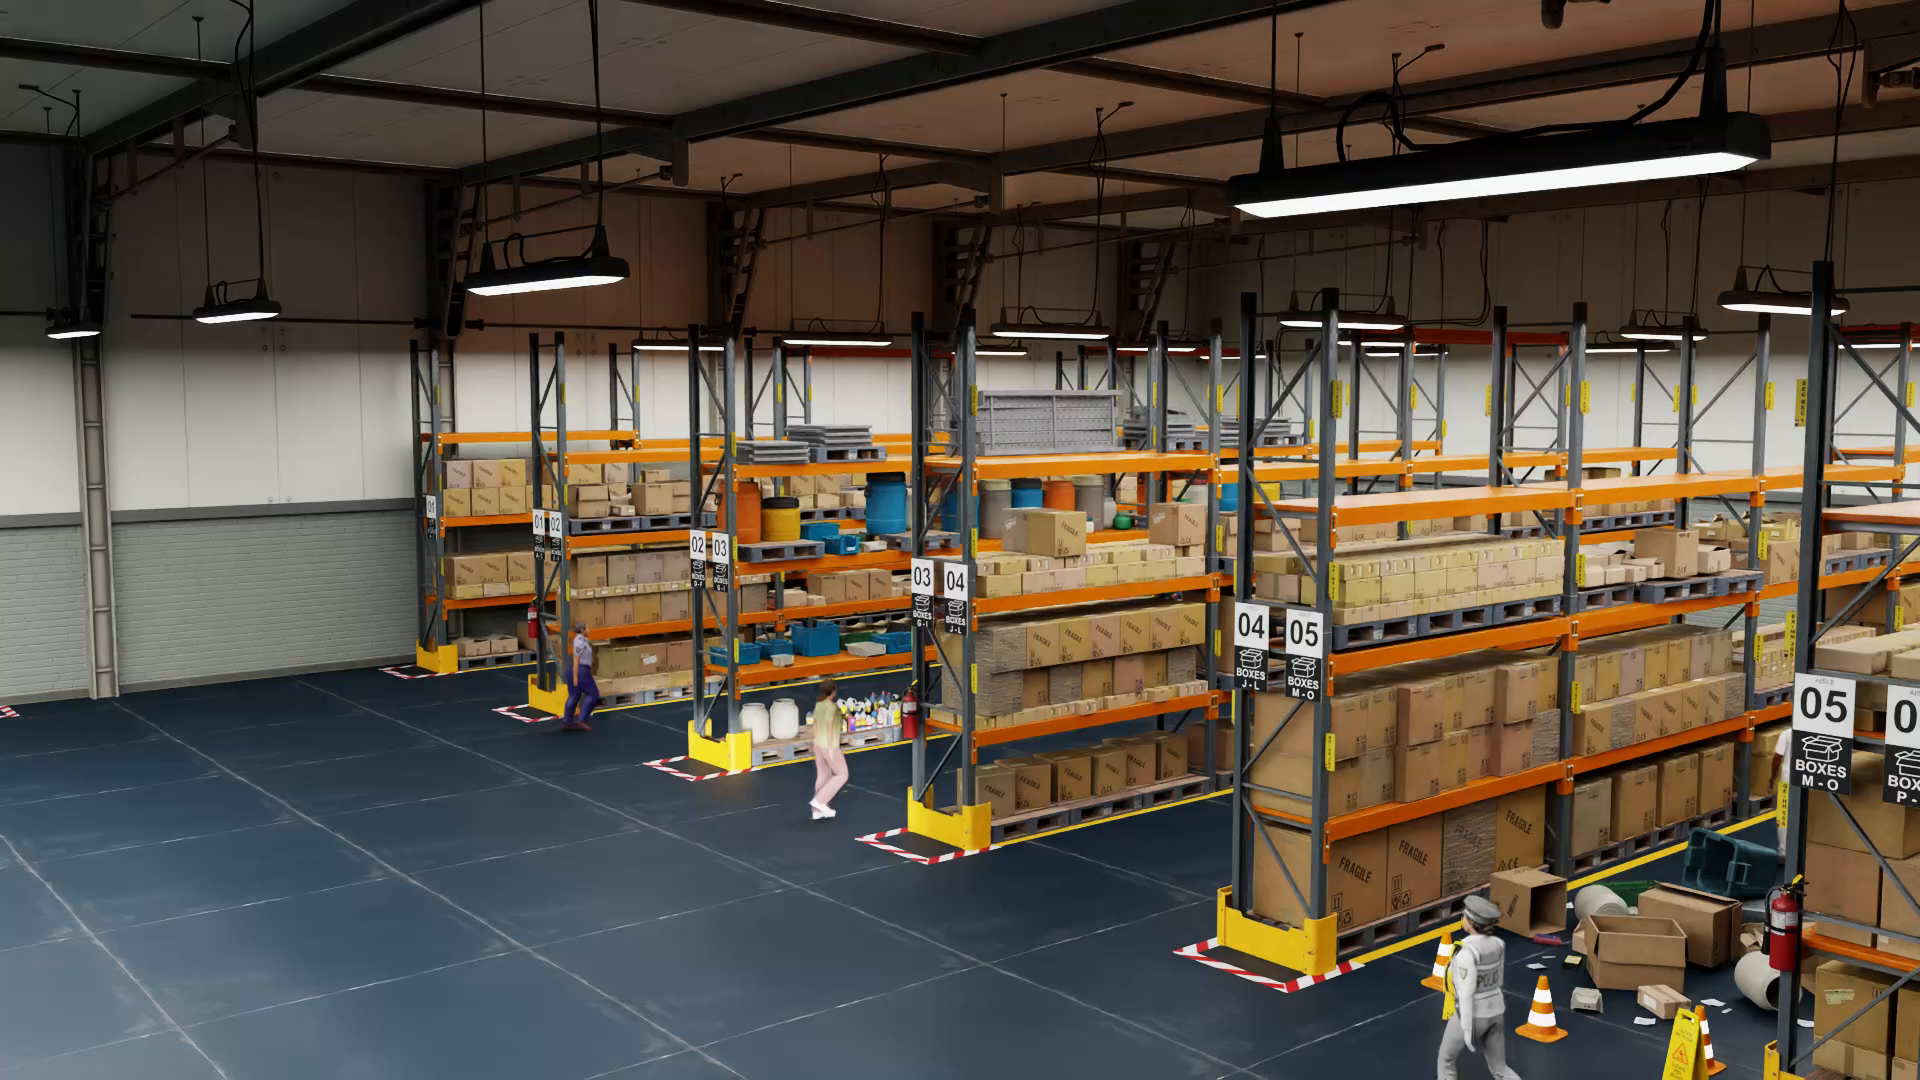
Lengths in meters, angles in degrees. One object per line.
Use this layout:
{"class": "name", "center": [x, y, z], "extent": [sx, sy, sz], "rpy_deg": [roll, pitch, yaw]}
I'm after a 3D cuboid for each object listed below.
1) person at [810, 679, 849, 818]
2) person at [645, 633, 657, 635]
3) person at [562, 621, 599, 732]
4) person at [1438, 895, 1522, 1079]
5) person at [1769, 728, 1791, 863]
{"class": "person", "center": [-1.612, 2.493, 19.881], "extent": [0.471, 1.658, 0.495], "rpy_deg": [-3, 6, -31]}
{"class": "person", "center": [-5.896, 1.664, 31.299], "extent": [0.644, 1.227, 0.533], "rpy_deg": [-4, 7, -36]}
{"class": "person", "center": [-5.731, 2.050, 24.990], "extent": [0.523, 1.645, 0.516], "rpy_deg": [-3, 6, -28]}
{"class": "person", "center": [3.594, 3.279, 11.444], "extent": [0.486, 1.637, 0.970], "rpy_deg": [-4, 7, -38]}
{"class": "person", "center": [9.073, 2.651, 17.916], "extent": [0.649, 1.741, 0.648], "rpy_deg": [3, 6, 27]}
